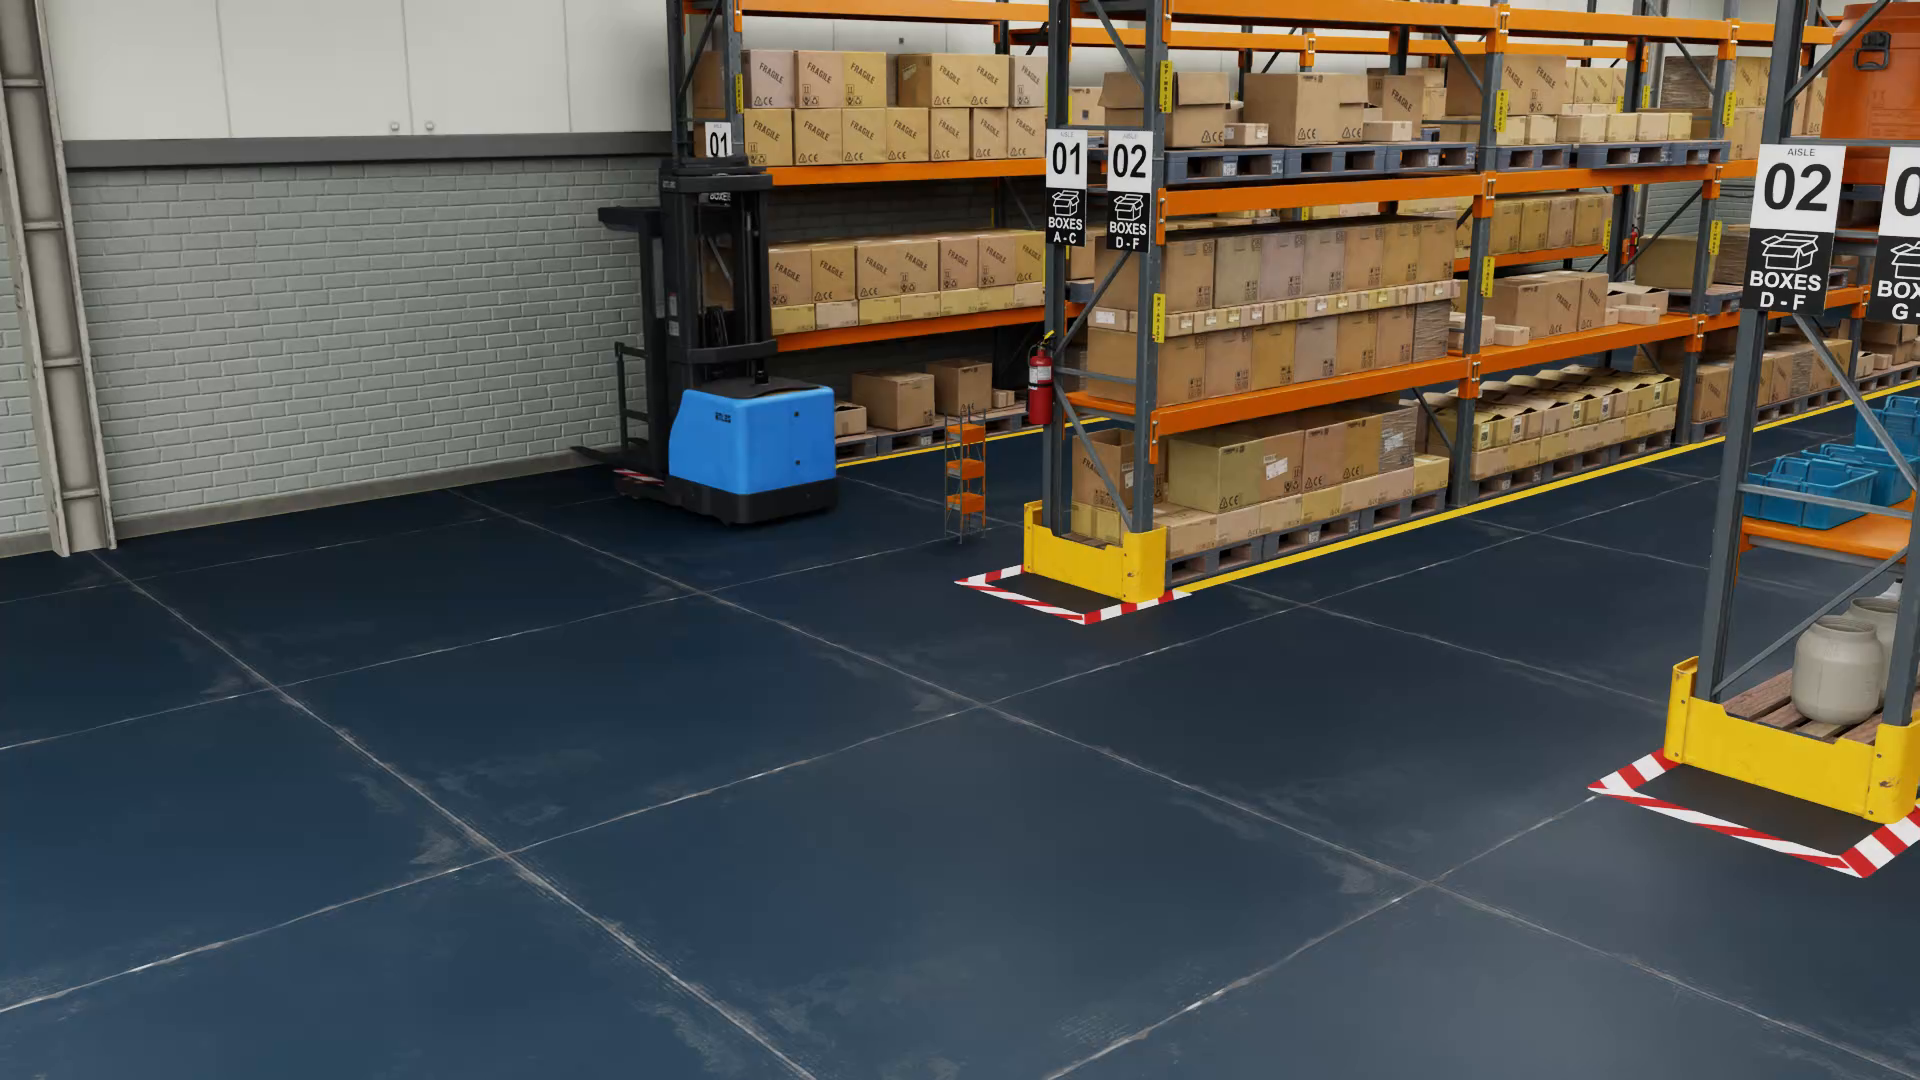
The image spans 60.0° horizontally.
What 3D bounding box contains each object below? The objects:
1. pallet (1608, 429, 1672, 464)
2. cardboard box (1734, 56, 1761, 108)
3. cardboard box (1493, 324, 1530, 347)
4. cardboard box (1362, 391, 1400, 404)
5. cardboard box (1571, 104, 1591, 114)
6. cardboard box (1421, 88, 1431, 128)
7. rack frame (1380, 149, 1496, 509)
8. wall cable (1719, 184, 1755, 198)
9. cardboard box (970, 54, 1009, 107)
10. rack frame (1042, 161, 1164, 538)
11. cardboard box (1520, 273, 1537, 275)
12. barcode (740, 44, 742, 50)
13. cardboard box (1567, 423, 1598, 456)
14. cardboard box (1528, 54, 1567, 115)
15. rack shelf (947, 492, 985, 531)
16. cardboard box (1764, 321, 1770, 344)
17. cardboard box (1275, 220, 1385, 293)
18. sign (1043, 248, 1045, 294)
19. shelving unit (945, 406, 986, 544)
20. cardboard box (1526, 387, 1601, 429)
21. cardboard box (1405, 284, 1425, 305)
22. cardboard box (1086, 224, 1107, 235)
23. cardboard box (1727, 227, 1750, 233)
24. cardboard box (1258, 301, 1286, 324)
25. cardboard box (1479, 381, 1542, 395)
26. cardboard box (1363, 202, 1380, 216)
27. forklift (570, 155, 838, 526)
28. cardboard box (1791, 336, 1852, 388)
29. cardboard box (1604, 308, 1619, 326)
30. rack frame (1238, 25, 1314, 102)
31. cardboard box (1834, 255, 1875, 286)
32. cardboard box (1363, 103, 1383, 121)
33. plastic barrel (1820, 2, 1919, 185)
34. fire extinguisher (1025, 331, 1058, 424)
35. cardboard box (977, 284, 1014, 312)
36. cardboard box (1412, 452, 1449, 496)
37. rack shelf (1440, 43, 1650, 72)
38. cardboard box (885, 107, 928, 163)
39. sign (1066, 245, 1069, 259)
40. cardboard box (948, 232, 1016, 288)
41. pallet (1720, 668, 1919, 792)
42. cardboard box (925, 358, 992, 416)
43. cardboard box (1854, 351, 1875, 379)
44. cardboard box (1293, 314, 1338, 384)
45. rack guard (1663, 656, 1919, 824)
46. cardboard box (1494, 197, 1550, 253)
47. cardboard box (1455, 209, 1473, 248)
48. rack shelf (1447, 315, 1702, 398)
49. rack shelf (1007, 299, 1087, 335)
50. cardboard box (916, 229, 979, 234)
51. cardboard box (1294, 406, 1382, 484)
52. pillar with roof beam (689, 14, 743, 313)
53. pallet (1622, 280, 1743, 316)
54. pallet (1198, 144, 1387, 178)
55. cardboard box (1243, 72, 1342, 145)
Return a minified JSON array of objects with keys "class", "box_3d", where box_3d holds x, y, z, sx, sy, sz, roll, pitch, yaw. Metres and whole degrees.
[{"class":"pallet","box_3d":[6.368,-1.024,16.673,1.213,0.211,1.003,-13,19,-39]},{"class":"cardboard box","box_3d":[7.733,-4.642,16.873,0.500,0.500,0.500,-13,19,-39]},{"class":"cardboard box","box_3d":[4.800,-1.814,14.715,0.250,0.149,0.380,-13,19,-39]},{"class":"cardboard box","box_3d":[3.442,-1.044,14.408,0.500,0.500,0.500,-13,19,-39]},{"class":"cardboard box","box_3d":[8.636,-6.096,23.731,0.500,0.250,0.500,-13,20,-41]},{"class":"cardboard box","box_3d":[5.664,-5.619,21.617,0.500,0.500,0.700,-13,20,-40]},{"class":"rack frame","box_3d":[3.997,-1.825,14.270,0.127,3.000,1.000,-13,19,-39]},{"class":"wall cable","box_3d":[14.296,-7.108,28.442,0.112,2.526,3.097,-13,19,-39]},{"class":"cardboard box","box_3d":[0.134,-4.546,16.474,0.500,0.500,0.500,-11,19,-36]},{"class":"rack frame","box_3d":[0.980,-1.147,11.733,0.127,3.000,1.000,-13,19,-39]},{"class":"cardboard box","box_3d":[8.534,-3.881,24.739,0.250,0.149,0.380,-12,19,-39]},{"class":"barcode","box_3d":[-2.068,-4.599,15.549,0.075,0.075,0.001,-13,19,-39]},{"class":"cardboard box","box_3d":[5.624,-0.980,15.621,0.500,0.250,0.500,-12,19,-38]},{"class":"cardboard box","box_3d":[4.903,-3.965,14.492,0.500,0.500,0.500,-10,18,-34]},{"class":"rack shelf","box_3d":[0.040,-0.238,13.223,0.240,0.259,0.215,-13,20,-39]},{"class":"cardboard box","box_3d":[8.753,-2.344,18.749,0.500,0.250,0.500,-13,19,-39]},{"class":"cardboard box","box_3d":[2.908,-2.253,13.165,0.500,0.500,0.700,-13,20,-39]},{"class":"sign","box_3d":[0.634,-1.929,11.957,0.005,0.325,0.100,-13,19,-39]},{"class":"shelving unit","box_3d":[0.040,-0.516,13.148,0.252,1.050,0.215,-13,20,-39]},{"class":"cardboard box","box_3d":[5.631,-1.253,15.555,0.500,0.311,0.500,-12,19,-38]},{"class":"cardboard box","box_3d":[3.549,-2.013,13.521,0.250,0.149,0.380,-13,20,-41]},{"class":"cardboard box","box_3d":[1.575,-3.222,18.455,0.500,0.500,0.700,-10,18,-34]},{"class":"cardboard box","box_3d":[8.740,-3.120,18.111,0.700,0.500,0.500,10,18,33]},{"class":"cardboard box","box_3d":[2.195,-1.709,12.384,0.250,0.149,0.380,-14,20,-41]},{"class":"cardboard box","box_3d":[5.262,-1.353,15.929,0.500,0.311,0.500,-13,20,-40]},{"class":"cardboard box","box_3d":[5.051,-4.234,21.026,0.500,0.250,0.500,-12,19,-39]},{"class":"forklift","box_3d":[-2.400,-1.845,14.478,1.130,2.935,3.031,-13,20,-41]},{"class":"cardboard box","box_3d":[9.848,-2.046,19.088,0.500,0.500,0.500,-13,20,-40]},{"class":"cardboard box","box_3d":[6.090,-2.154,15.989,0.250,0.149,0.380,-11,18,-35]},{"class":"rack frame","box_3d":[3.760,-6.365,19.641,0.127,3.000,1.000,-13,19,-39]},{"class":"cardboard box","box_3d":[10.596,-3.262,19.455,0.500,0.500,0.500,-12,19,-38]},{"class":"cardboard box","box_3d":[3.037,-3.376,13.352,0.500,0.311,0.500,-14,20,-42]},{"class":"plastic barrel","box_3d":[4.512,-2.149,8.025,0.708,0.830,0.600,-13,19,-39]},{"class":"fire extinguisher","box_3d":[0.586,-1.180,12.007,0.183,0.674,0.296,-13,19,-39]},{"class":"cardboard box","box_3d":[0.203,-2.504,17.064,0.500,0.250,0.500,-13,19,-39]},{"class":"cardboard box","box_3d":[3.791,-0.578,14.117,0.500,0.250,0.500,-13,19,-39]},{"class":"rack shelf","box_3d":[8.286,-6.840,23.590,4.000,0.370,1.077,-13,19,-39]},{"class":"cardboard box","box_3d":[-0.651,-3.894,15.971,0.500,0.500,0.500,-11,19,-36]},{"class":"sign","box_3d":[1.105,-3.103,17.376,0.005,0.325,0.100,-13,19,-39]},{"class":"cardboard box","box_3d":[0.216,-2.862,16.952,0.500,0.500,0.500,-13,20,-40]},{"class":"pallet","box_3d":[4.871,1.006,9.074,1.213,0.211,1.003,-13,19,-39]},{"class":"cardboard box","box_3d":[-0.014,-1.610,17.456,0.500,0.500,0.500,14,21,43]},{"class":"cardboard box","box_3d":[10.491,-2.123,19.742,0.500,0.311,0.500,-13,19,-39]},{"class":"cardboard box","box_3d":[2.506,-1.535,12.991,0.500,0.500,0.700,-12,19,-38]},{"class":"rack guard","box_3d":[4.255,1.003,8.526,0.348,0.500,1.175,-13,19,-39]},{"class":"cardboard box","box_3d":[7.752,-4.500,23.704,0.700,0.700,0.980,-13,20,-41]},{"class":"cardboard box","box_3d":[6.595,-4.218,22.421,0.500,0.500,0.500,-13,20,-40]},{"class":"rack shelf","box_3d":[5.506,-1.816,15.631,4.000,0.370,1.077,-13,19,-39]},{"class":"rack shelf","box_3d":[2.251,-2.780,19.239,4.000,0.370,1.077,-13,19,-39]},{"class":"cardboard box","box_3d":[-0.142,-2.962,17.327,0.500,0.500,0.500,-13,20,-40]},{"class":"cardboard box","box_3d":[3.031,-0.773,13.392,0.500,0.500,0.500,-13,19,-39]},{"class":"pillar with roof beam","box_3d":[0.511,-4.458,12.504,0.400,9.000,9.100,-13,19,-39]},{"class":"pallet","box_3d":[7.480,-2.538,17.313,1.003,0.211,1.213,-13,19,-39]},{"class":"pallet","box_3d":[2.451,-2.876,12.565,1.213,0.211,1.003,-13,19,-39]},{"class":"cardboard box","box_3d":[2.412,-3.144,12.115,0.500,0.500,0.500,-13,19,-39]}]
